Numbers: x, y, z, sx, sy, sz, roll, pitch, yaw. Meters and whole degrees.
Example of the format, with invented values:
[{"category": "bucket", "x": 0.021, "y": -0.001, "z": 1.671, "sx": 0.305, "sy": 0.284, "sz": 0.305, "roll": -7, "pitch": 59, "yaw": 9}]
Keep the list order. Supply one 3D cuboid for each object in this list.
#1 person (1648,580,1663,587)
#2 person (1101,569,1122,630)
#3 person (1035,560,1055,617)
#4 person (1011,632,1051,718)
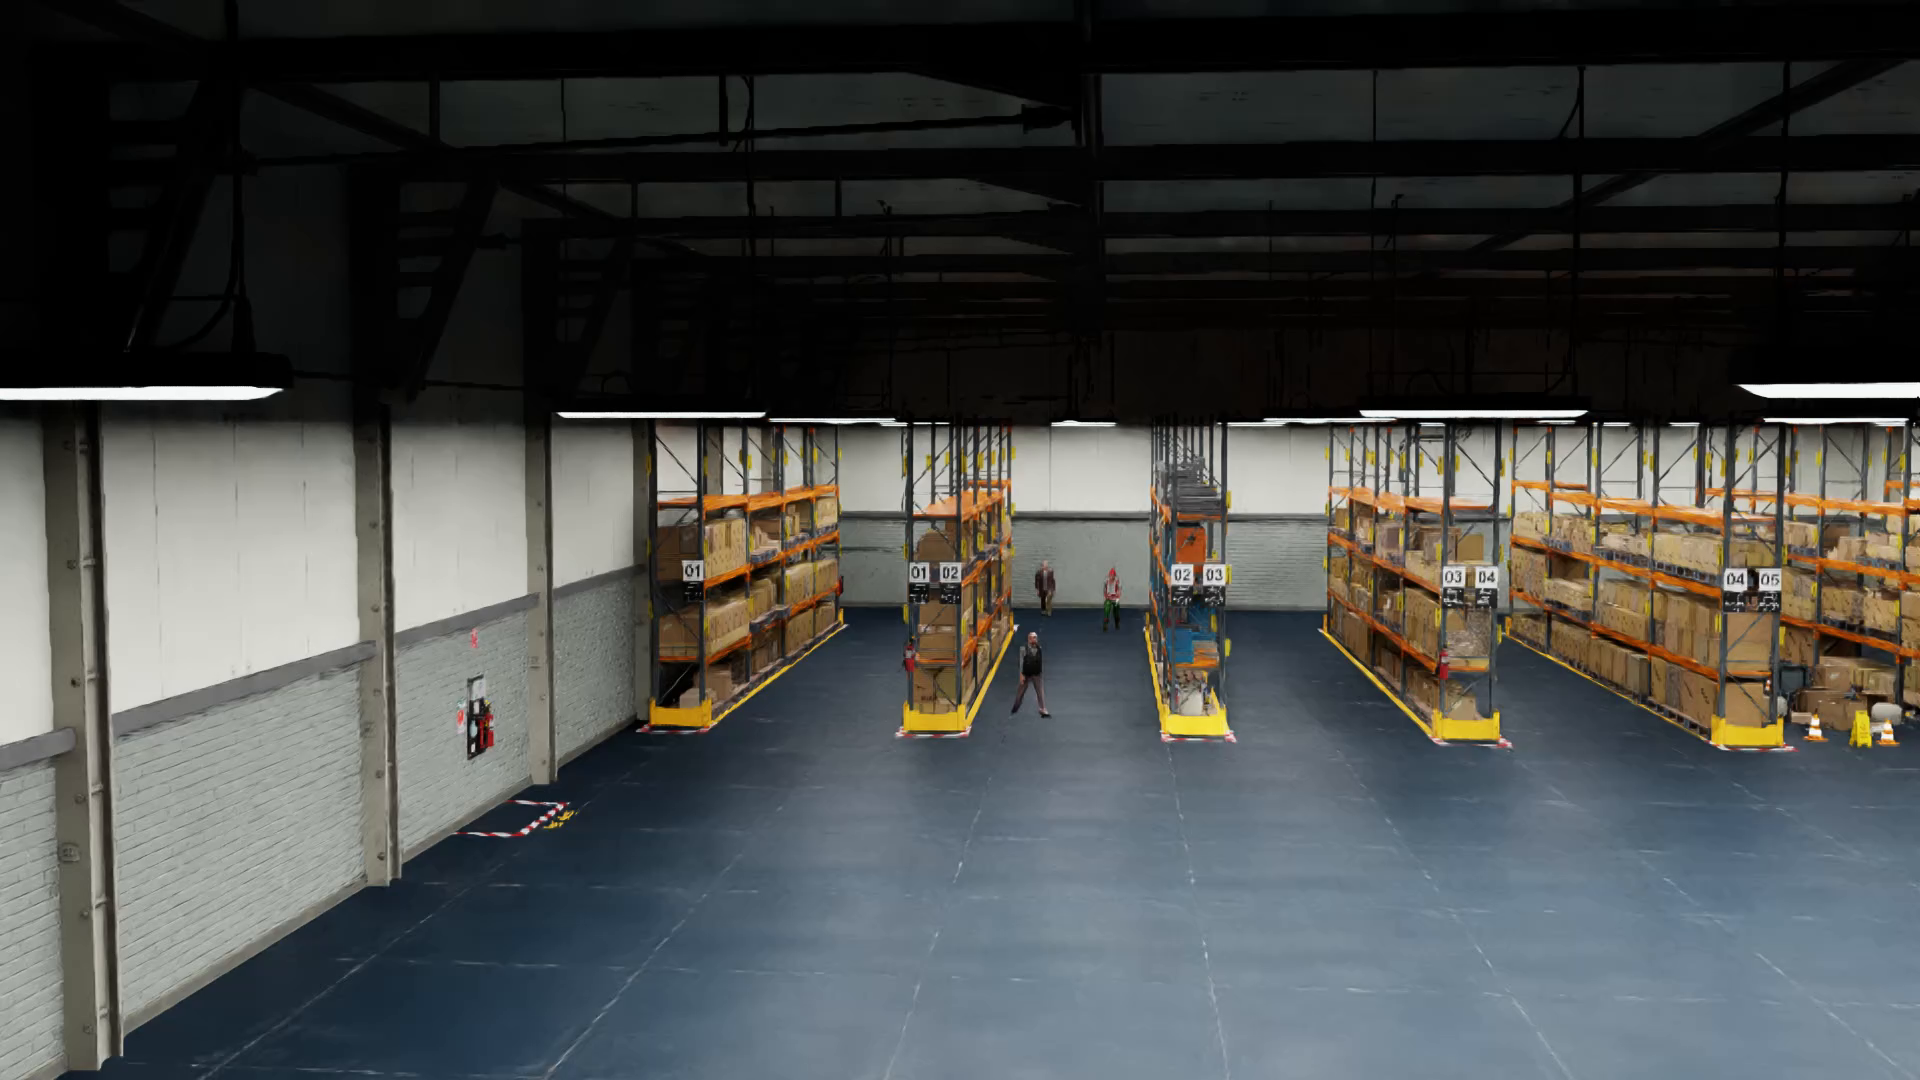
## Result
[{"category": "person", "x": 19.754, "y": 1.665, "z": 47.202, "sx": 0.767, "sy": 1.770, "sz": 0.605, "roll": -2, "pitch": 4, "yaw": -22}, {"category": "person", "x": 4.317, "y": 1.678, "z": 47.107, "sx": 0.534, "sy": 1.726, "sz": 1.038, "roll": 1, "pitch": 4, "yaw": 15}, {"category": "person", "x": 2.586, "y": 1.461, "z": 50.472, "sx": 0.598, "sy": 1.698, "sz": 1.193, "roll": 0, "pitch": 4, "yaw": 7}, {"category": "person", "x": 1.384, "y": 2.661, "z": 32.948, "sx": 0.580, "sy": 1.695, "sz": 0.932, "roll": -2, "pitch": 4, "yaw": -22}]
